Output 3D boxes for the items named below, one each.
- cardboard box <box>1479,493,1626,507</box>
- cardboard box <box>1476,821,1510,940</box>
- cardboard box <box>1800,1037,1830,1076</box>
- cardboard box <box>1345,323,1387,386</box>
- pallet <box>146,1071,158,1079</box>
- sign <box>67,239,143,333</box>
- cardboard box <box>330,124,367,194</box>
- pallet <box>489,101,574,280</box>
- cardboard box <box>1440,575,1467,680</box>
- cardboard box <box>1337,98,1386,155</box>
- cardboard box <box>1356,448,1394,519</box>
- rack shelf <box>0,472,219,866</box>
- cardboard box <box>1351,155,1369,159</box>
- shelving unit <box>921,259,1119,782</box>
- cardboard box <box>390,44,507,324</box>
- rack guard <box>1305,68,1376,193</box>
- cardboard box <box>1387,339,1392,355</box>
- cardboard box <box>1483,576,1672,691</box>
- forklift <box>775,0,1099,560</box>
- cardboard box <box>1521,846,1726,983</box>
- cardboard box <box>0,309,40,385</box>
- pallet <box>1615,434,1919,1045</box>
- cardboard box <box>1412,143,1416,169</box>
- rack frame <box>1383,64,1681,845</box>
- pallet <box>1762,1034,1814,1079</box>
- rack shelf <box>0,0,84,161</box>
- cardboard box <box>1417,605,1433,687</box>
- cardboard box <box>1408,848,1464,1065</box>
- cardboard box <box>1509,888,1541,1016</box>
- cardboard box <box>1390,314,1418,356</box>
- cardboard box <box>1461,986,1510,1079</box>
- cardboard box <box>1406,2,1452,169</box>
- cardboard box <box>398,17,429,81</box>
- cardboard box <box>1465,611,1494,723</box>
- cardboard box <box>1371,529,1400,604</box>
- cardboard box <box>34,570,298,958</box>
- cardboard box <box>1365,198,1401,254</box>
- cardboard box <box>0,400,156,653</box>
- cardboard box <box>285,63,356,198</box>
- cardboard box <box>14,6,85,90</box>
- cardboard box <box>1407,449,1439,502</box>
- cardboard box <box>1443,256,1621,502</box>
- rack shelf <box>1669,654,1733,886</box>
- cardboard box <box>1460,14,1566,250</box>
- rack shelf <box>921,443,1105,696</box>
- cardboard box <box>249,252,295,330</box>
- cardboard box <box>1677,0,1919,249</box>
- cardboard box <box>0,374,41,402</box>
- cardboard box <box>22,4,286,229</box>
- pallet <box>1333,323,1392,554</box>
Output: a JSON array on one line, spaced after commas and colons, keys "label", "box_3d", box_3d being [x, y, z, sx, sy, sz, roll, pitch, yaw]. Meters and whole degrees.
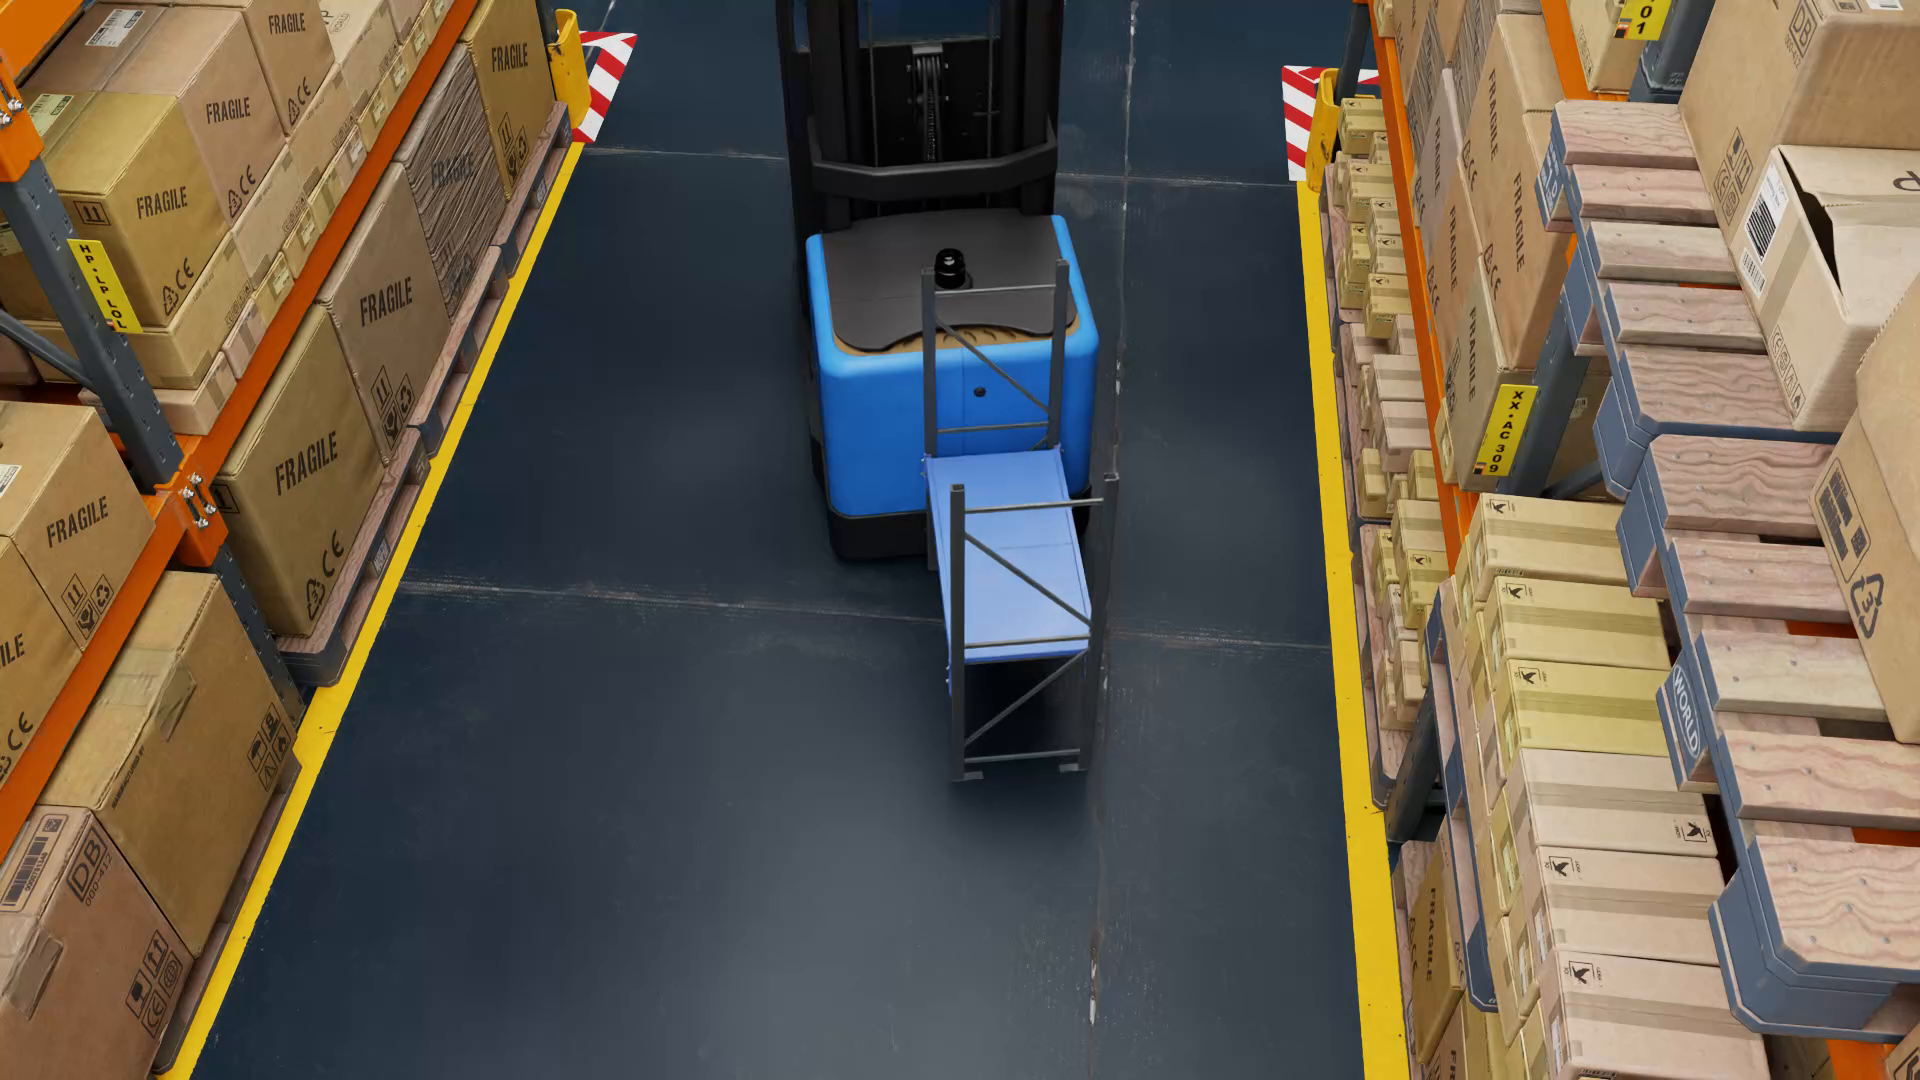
[{"label": "cardboard box", "box_3d": [1.785, -0.107, 5.011, 0.380, 0.149, 0.250, 3, 48, 3]}, {"label": "cardboard box", "box_3d": [1.428, 0.808, 3.890, 0.380, 0.149, 0.250, 4, 48, 4]}, {"label": "cardboard box", "box_3d": [2.063, 1.045, 3.673, 0.380, 0.149, 0.250, 2, 48, 2]}, {"label": "cardboard box", "box_3d": [1.862, -0.789, 7.112, 0.380, 0.149, 0.250, 2, 48, 2]}, {"label": "pallet", "box_3d": [-3.042, 2.039, 4.768, 1.003, 0.211, 1.213, 4, 48, 4]}, {"label": "sign", "box_3d": [-2.397, -0.708, 4.660, 0.100, 0.325, 0.005, 4, 48, 4]}, {"label": "cardboard box", "box_3d": [-2.462, -1.436, 6.227, 0.380, 0.149, 0.250, 4, 48, 4]}, {"label": "pallet", "box_3d": [-2.568, -1.779, 8.260, 1.003, 0.211, 1.213, 4, 48, 4]}, {"label": "cardboard box", "box_3d": [1.498, 0.236, 4.413, 0.380, 0.149, 0.250, 2, 48, 2]}, {"label": "cardboard box", "box_3d": [1.971, -1.923, 7.746, 0.380, 0.149, 0.250, 2, 48, 2]}, {"label": "cardboard box", "box_3d": [1.783, -0.217, 6.589, 0.380, 0.149, 0.250, 4, 48, 3]}, {"label": "rack shelf", "box_3d": [-3.120, 1.339, 4.006, 1.077, 0.370, 4.000, 4, 48, 4]}, {"label": "cardboard box", "box_3d": [2.053, -1.817, 7.851, 0.380, 0.149, 0.250, 6, 48, 5]}, {"label": "shelving unit", "box_3d": [0.170, -0.039, 5.795, 0.538, 1.500, 1.048, -4, 48, -4]}, {"label": "cardboard box", "box_3d": [-2.635, -1.593, 7.356, 0.875, 0.875, 0.875, 4, 48, 4]}, {"label": "rack guard", "box_3d": [2.350, -2.006, 8.271, 1.175, 0.500, 0.348, 4, 48, 4]}, {"label": "cardboard box", "box_3d": [1.994, -0.849, 6.966, 0.380, 0.149, 0.250, 6, 48, 6]}, {"label": "cardboard box", "box_3d": [1.479, 0.240, 4.006, 0.380, 0.149, 0.250, 5, 48, 5]}, {"label": "forklift", "box_3d": [-0.185, -2.011, 6.629, 1.130, 2.935, 3.031, -6, 48, -5]}, {"label": "cardboard box", "box_3d": [1.405, 0.800, 3.494, 0.380, 0.149, 0.250, 4, 48, 3]}, {"label": "cardboard box", "box_3d": [-3.159, -0.765, 5.343, 0.500, 0.250, 0.500, 3, 48, 3]}, {"label": "pallet", "box_3d": [1.739, 0.294, 2.569, 1.213, 0.211, 1.003, 4, 48, 4]}, {"label": "cardboard box", "box_3d": [1.909, -1.454, 6.244, 0.380, 0.149, 0.250, 5, 48, 5]}, {"label": "rack frame", "box_3d": [1.992, 0.034, 4.712, 1.000, 3.000, 0.127, 4, 48, 4]}, {"label": "pallet", "box_3d": [1.767, 1.581, 3.427, 1.003, 0.211, 1.213, 4, 48, 4]}, {"label": "rack shelf", "box_3d": [-2.756, -2.613, 5.588, 1.077, 0.370, 4.000, 4, 48, 4]}, {"label": "cardboard box", "box_3d": [1.765, 0.375, 5.644, 0.380, 0.149, 0.250, 5, 48, 5]}, {"label": "cardboard box", "box_3d": [1.661, 1.261, 4.999, 0.500, 0.500, 0.500, 6, 48, 5]}, {"label": "cardboard box", "box_3d": [1.408, 0.905, 3.599, 0.380, 0.149, 0.250, 6, 48, 5]}, {"label": "cardboard box", "box_3d": [1.943, -0.764, 6.686, 0.380, 0.149, 0.250, 4, 48, 4]}, {"label": "cardboard box", "box_3d": [1.616, 1.400, 4.364, 0.500, 0.250, 0.500, 5, 48, 5]}, {"label": "cardboard box", "box_3d": [1.920, -1.599, 5.936, 0.500, 0.500, 0.500, 3, 48, 3]}, {"label": "cardboard box", "box_3d": [-2.393, -2.003, 6.745, 0.380, 0.149, 0.250, 4, 48, 4]}, {"label": "cardboard box", "box_3d": [1.477, 0.326, 4.129, 0.380, 0.149, 0.250, 3, 48, 3]}, {"label": "cardboard box", "box_3d": [1.724, 0.104, 6.094, 0.380, 0.149, 0.250, 2, 48, 2]}, {"label": "cardboard box", "box_3d": [-2.976, 0.673, 5.282, 1.225, 0.875, 0.875, 4, 48, 4]}, {"label": "cardboard box", "box_3d": [1.975, -1.348, 7.220, 0.380, 0.149, 0.250, 2, 48, 2]}, {"label": "cardboard box", "box_3d": [-2.709, -0.045, 4.717, 0.500, 0.500, 0.500, 4, 48, 4]}, {"label": "cardboard box", "box_3d": [-2.542, -1.497, 6.012, 0.500, 0.250, 0.500, 5, 48, 4]}, {"label": "cardboard box", "box_3d": [-3.112, -1.400, 5.416, 0.500, 0.500, 0.500, 4, 48, 4]}, {"label": "cardboard box", "box_3d": [1.866, -0.184, 6.156, 0.380, 0.149, 0.250, 5, 48, 5]}, {"label": "cardboard box", "box_3d": [1.755, -0.474, 4.908, 0.500, 0.500, 0.500, 4, 48, 4]}, {"label": "rack shelf", "box_3d": [1.810, 1.747, 3.633, 1.077, 0.370, 4.000, 4, 48, 4]}, {"label": "cardboard box", "box_3d": [1.808, -1.181, 4.876, 0.500, 0.500, 0.500, 3, 48, 2]}, {"label": "rack shelf", "box_3d": [0.170, 0.083, 5.928, 0.538, 0.185, 1.000, -4, 48, -4]}, {"label": "cardboard box", "box_3d": [-2.532, -0.870, 5.709, 0.380, 0.149, 0.250, 5, 48, 5]}, {"label": "cardboard box", "box_3d": [1.848, -0.882, 3.165, 0.700, 0.500, 0.500, 4, 48, 4]}, {"label": "cardboard box", "box_3d": [-3.236, -0.535, 5.403, 0.380, 0.149, 0.250, 4, 48, 4]}, {"label": "cardboard box", "box_3d": [-2.587, -1.372, 5.390, 0.500, 0.500, 0.500, 4, 48, 4]}, {"label": "pallet", "box_3d": [2.127, -0.419, 7.016, 1.003, 0.211, 1.213, 4, 48, 4]}]
